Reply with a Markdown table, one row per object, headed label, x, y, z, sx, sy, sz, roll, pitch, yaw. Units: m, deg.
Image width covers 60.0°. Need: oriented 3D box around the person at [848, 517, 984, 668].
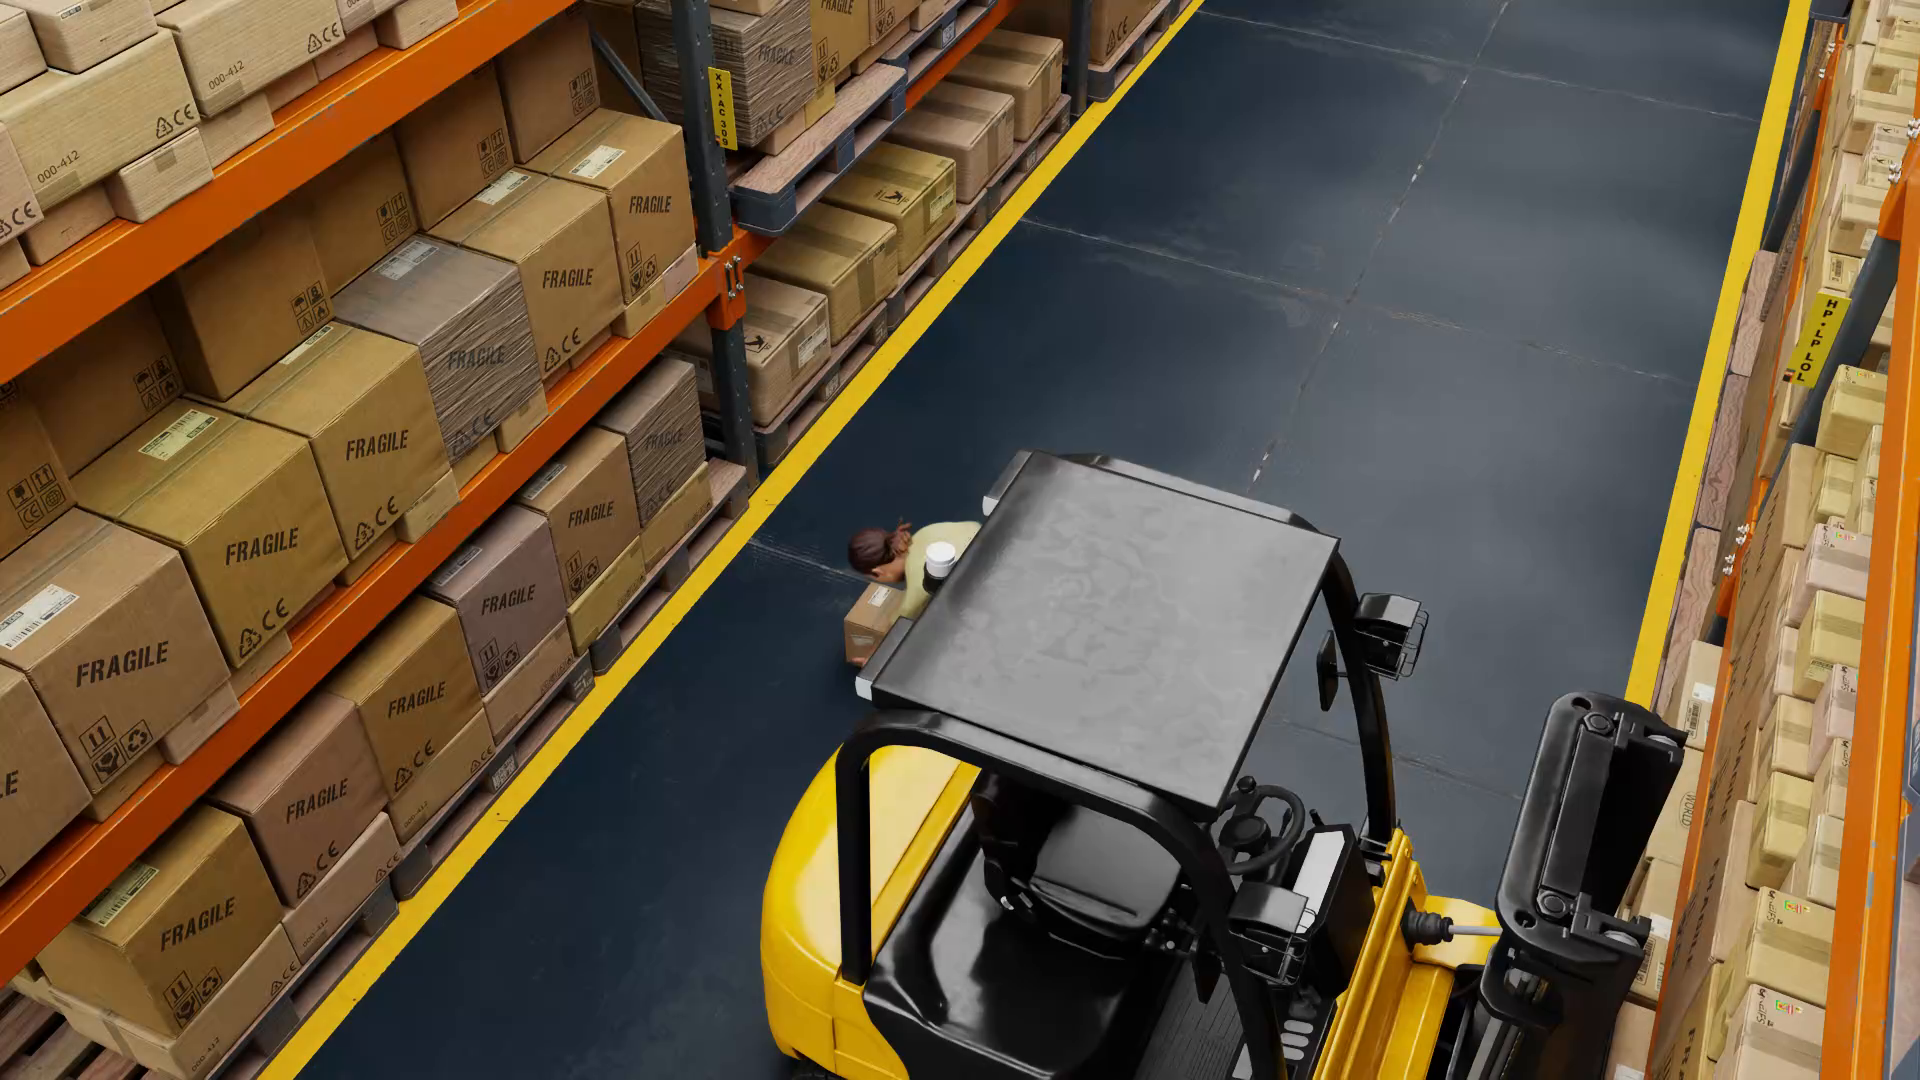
| label | x | y | z | sx | sy | sz | roll | pitch | yaw |
| --- | --- | --- | --- | --- | --- | --- | --- | --- | --- |
| person | -0.011 | 0.255 | 6.589 | 0.866 | 0.753 | 0.448 | 11 | 43 | 11 |
